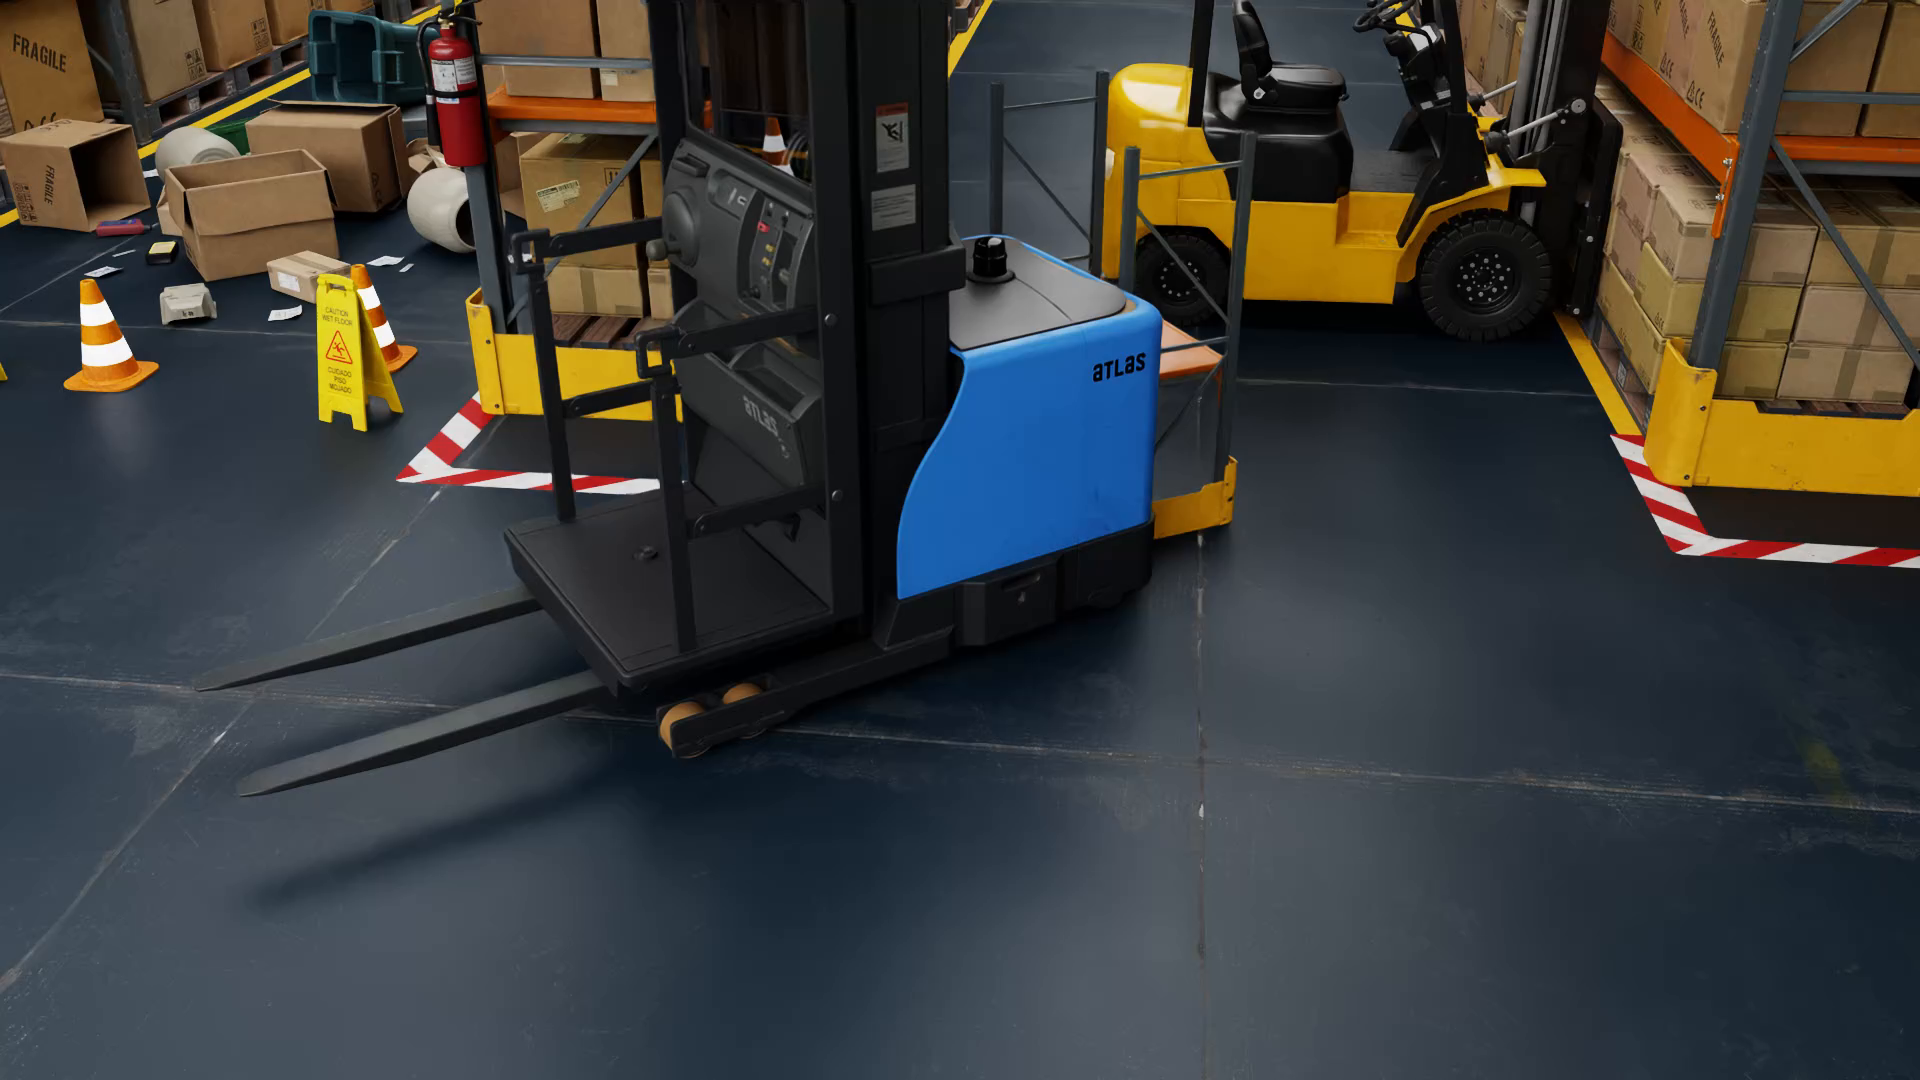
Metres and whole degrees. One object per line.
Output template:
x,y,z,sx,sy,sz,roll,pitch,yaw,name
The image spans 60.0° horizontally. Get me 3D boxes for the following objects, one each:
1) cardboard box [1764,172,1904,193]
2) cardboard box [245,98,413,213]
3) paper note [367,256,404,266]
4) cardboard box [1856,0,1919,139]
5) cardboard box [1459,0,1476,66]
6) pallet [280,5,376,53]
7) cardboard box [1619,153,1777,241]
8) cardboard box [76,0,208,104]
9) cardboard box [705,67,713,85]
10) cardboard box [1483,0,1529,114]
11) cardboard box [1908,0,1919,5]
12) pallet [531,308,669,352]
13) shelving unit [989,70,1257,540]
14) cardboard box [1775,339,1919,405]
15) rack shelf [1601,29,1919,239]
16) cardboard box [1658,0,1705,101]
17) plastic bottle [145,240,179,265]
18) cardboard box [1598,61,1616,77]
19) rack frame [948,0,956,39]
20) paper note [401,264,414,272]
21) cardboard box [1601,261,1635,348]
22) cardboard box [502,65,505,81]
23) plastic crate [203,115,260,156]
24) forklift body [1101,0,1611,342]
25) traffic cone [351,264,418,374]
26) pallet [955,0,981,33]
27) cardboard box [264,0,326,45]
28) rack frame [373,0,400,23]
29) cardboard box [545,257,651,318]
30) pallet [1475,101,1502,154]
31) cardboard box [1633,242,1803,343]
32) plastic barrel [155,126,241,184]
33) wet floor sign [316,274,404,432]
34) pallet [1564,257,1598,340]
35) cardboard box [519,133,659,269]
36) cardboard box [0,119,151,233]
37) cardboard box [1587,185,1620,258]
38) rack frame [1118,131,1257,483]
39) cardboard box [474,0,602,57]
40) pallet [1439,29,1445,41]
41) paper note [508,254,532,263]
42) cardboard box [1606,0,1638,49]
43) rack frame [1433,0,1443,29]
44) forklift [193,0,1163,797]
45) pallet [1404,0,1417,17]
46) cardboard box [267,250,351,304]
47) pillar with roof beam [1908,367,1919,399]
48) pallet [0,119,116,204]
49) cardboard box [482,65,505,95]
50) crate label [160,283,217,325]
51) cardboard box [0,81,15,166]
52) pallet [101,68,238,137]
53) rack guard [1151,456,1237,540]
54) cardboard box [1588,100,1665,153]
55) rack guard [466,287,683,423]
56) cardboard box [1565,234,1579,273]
3.709,-1.465,7.208,0.500,0.250,0.500,3,28,6,cardboard box
-3.713,-2.262,9.774,0.797,0.637,0.503,3,28,6,cardboard box
-3.129,-1.526,9.062,0.148,0.019,0.142,14,31,24,paper note
3.741,-1.861,6.436,0.500,0.500,0.500,4,29,8,cardboard box
4.223,-3.904,12.395,0.875,0.625,0.625,4,29,8,cardboard box
-5.638,-4.298,14.005,1.003,0.211,1.213,3,28,6,pallet
3.208,-1.490,7.255,0.500,0.250,0.500,4,29,7,cardboard box
-5.970,-3.501,11.515,1.050,0.750,0.750,3,28,6,cardboard box
-1.258,-2.043,7.145,0.380,0.149,0.250,4,29,7,cardboard box
4.050,-3.233,11.149,0.875,0.625,0.625,3,28,6,cardboard box
3.704,-2.074,6.147,0.380,0.149,0.250,3,28,5,cardboard box
-1.378,-1.075,8.023,1.003,0.211,1.213,3,28,6,pallet
0.559,-0.905,6.349,0.587,1.500,1.083,-12,31,-22,shelving unit
3.659,-0.794,7.017,0.500,0.250,0.500,3,29,6,cardboard box
3.650,-2.224,7.975,1.077,0.370,4.000,3,28,6,rack shelf
3.277,-2.134,6.943,0.500,0.500,0.500,4,29,8,cardboard box
-4.375,-1.588,9.133,0.133,0.061,0.283,-6,29,-11,plastic bottle
3.451,-2.447,9.032,0.500,0.250,0.500,3,28,6,cardboard box
-0.542,-5.652,13.579,1.000,3.000,0.127,3,28,6,rack frame
-2.981,-1.468,8.964,0.032,0.001,0.123,3,28,6,paper note
3.219,-1.047,7.487,0.500,0.250,0.500,3,28,6,cardboard box
-1.768,-2.090,7.231,0.380,0.149,0.250,3,28,6,cardboard box
-4.678,-2.639,10.889,0.450,0.188,0.662,9,28,37,plastic crate
1.826,-2.225,8.112,2.313,2.155,1.214,3,28,6,forklift body
-2.750,-1.047,7.705,0.336,0.463,0.334,3,28,6,traffic cone
-0.371,-4.791,14.921,1.003,0.211,1.213,3,28,6,pallet
-5.735,-4.393,13.172,1.050,0.750,0.750,4,29,7,cardboard box
-5.467,-5.892,14.024,1.000,3.000,0.127,3,28,6,rack frame
-1.687,-1.268,7.898,0.500,0.250,0.500,3,28,6,cardboard box
3.946,-2.604,10.861,1.003,0.211,1.213,3,28,6,pallet
3.154,-1.041,6.950,0.500,0.250,0.500,3,28,6,cardboard box
-4.574,-2.252,9.984,0.421,0.421,0.512,-24,36,-37,plastic barrel
-2.607,-0.823,7.097,0.267,0.644,0.232,14,31,24,wet floor sign
3.609,-1.307,8.454,1.003,0.211,1.213,3,28,6,pallet
-1.683,-1.583,7.692,0.500,0.500,0.500,4,29,7,cardboard box
-5.129,-2.120,9.655,0.500,0.500,0.500,8,29,15,cardboard box
3.269,-1.521,7.840,0.500,0.250,0.500,3,28,5,cardboard box
0.777,-0.683,5.936,0.500,1.500,0.032,-12,31,-22,rack frame
-1.729,-2.333,6.998,0.500,0.500,0.500,3,28,5,cardboard box
4.245,-3.752,12.993,1.003,0.211,1.213,3,28,6,pallet
-2.414,-1.545,9.085,0.142,0.019,0.148,-6,29,-11,paper note
3.390,-2.613,7.832,0.500,0.500,0.500,4,29,7,cardboard box
4.385,-5.365,13.046,1.000,3.000,0.127,3,28,6,rack frame
-0.846,-0.918,4.863,3.031,2.935,1.130,-17,32,-28,forklift
4.666,-5.060,15.419,1.003,0.211,1.213,3,28,6,pallet
-3.366,-1.365,8.627,0.380,0.149,0.250,20,34,32,cardboard box
0.112,-4.766,5.609,9.100,9.000,0.400,3,28,6,pillar with roof beam
-6.128,-2.428,10.535,1.003,0.211,1.213,3,28,6,pallet
-2.802,-3.091,10.663,0.500,0.500,0.500,3,28,6,cardboard box
-3.858,-1.182,8.299,0.250,0.136,0.298,-11,30,-20,crate label
-6.210,-2.542,9.604,0.875,0.875,0.875,4,29,7,cardboard box
-5.937,-3.149,11.873,1.003,0.211,1.213,3,28,6,pallet
0.769,-0.141,6.248,0.587,0.250,0.087,-12,31,-22,rack guard
3.330,-1.966,8.139,0.500,0.250,0.500,3,28,5,cardboard box
-1.513,-0.822,7.248,1.175,0.500,0.348,3,28,6,rack guard
3.331,-1.528,8.380,0.500,0.250,0.500,4,29,8,cardboard box
